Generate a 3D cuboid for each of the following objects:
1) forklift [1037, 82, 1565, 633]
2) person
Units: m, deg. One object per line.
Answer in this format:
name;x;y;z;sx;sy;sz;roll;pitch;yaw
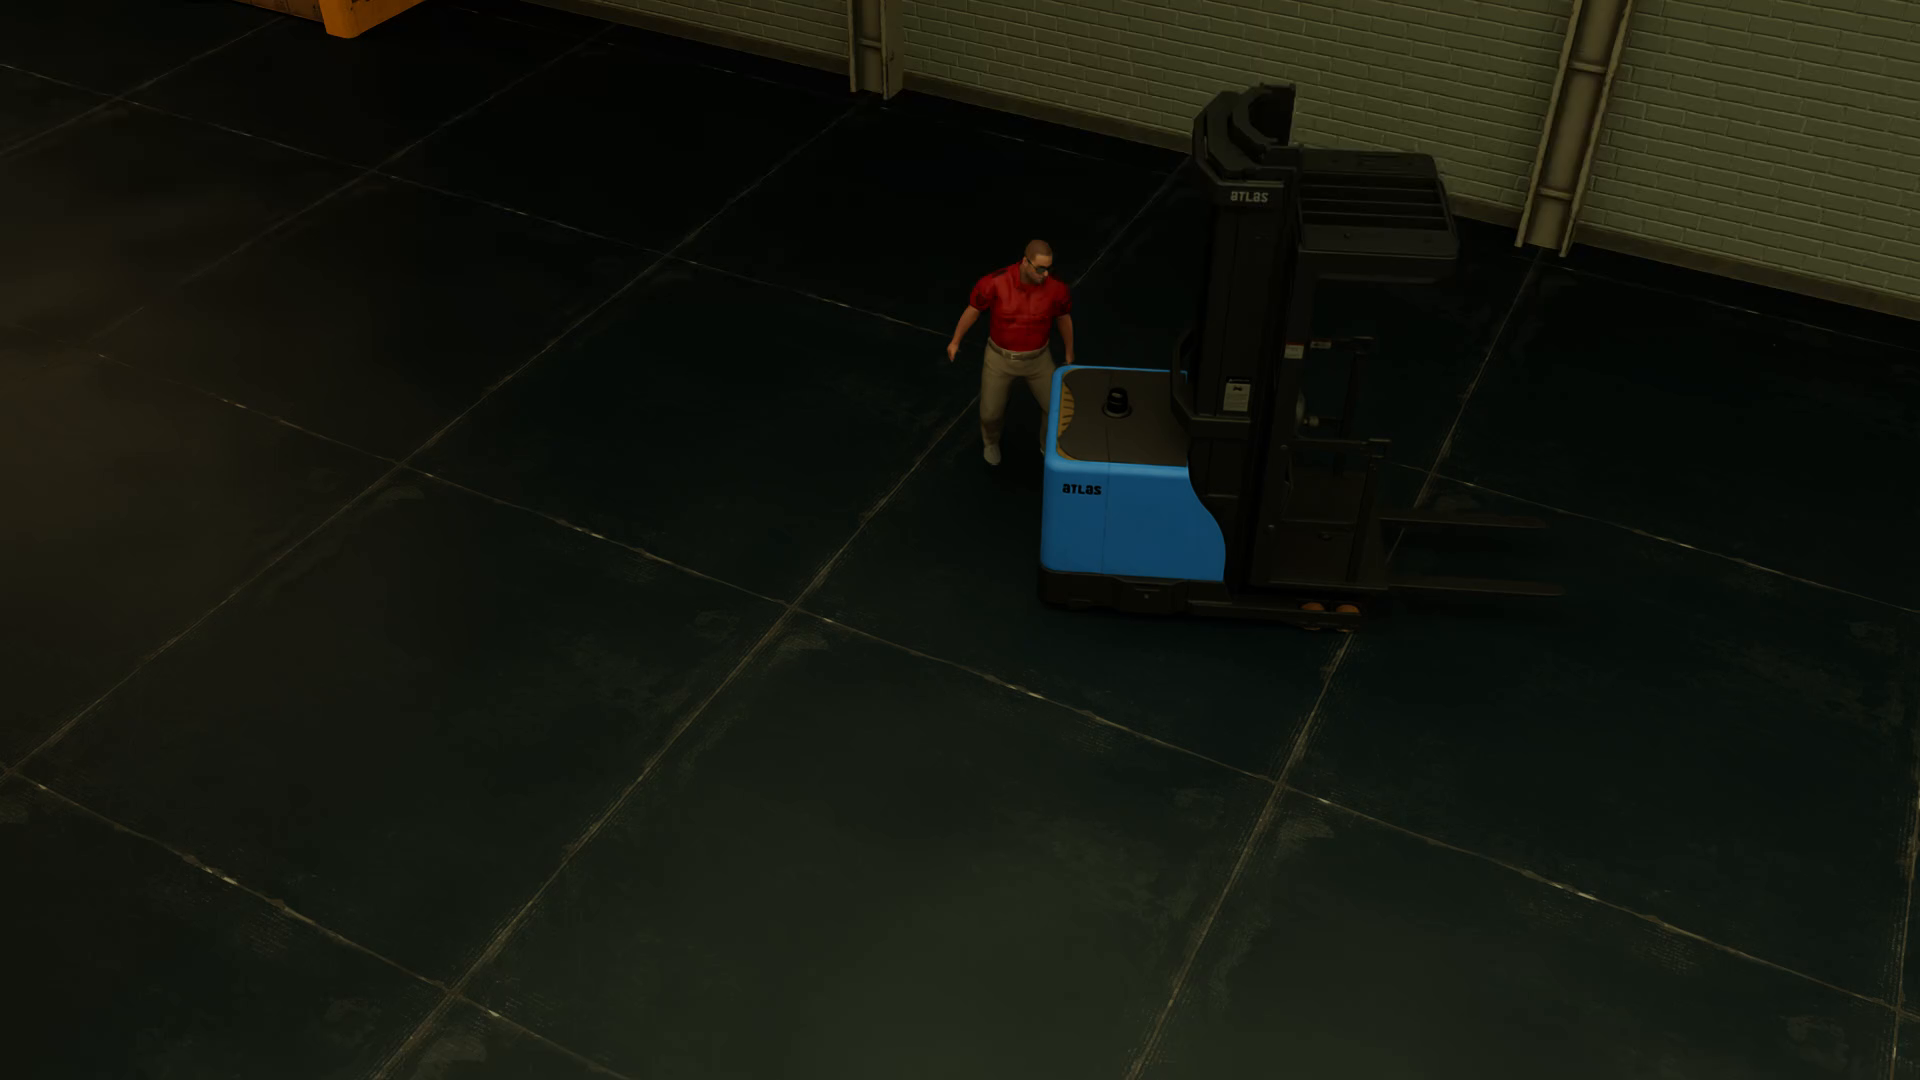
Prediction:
forklift;2.000;-0.946;9.110;3.031;2.935;1.130;4;40;4
person;0.366;-1.156;10.375;0.896;1.713;0.456;0;40;0
